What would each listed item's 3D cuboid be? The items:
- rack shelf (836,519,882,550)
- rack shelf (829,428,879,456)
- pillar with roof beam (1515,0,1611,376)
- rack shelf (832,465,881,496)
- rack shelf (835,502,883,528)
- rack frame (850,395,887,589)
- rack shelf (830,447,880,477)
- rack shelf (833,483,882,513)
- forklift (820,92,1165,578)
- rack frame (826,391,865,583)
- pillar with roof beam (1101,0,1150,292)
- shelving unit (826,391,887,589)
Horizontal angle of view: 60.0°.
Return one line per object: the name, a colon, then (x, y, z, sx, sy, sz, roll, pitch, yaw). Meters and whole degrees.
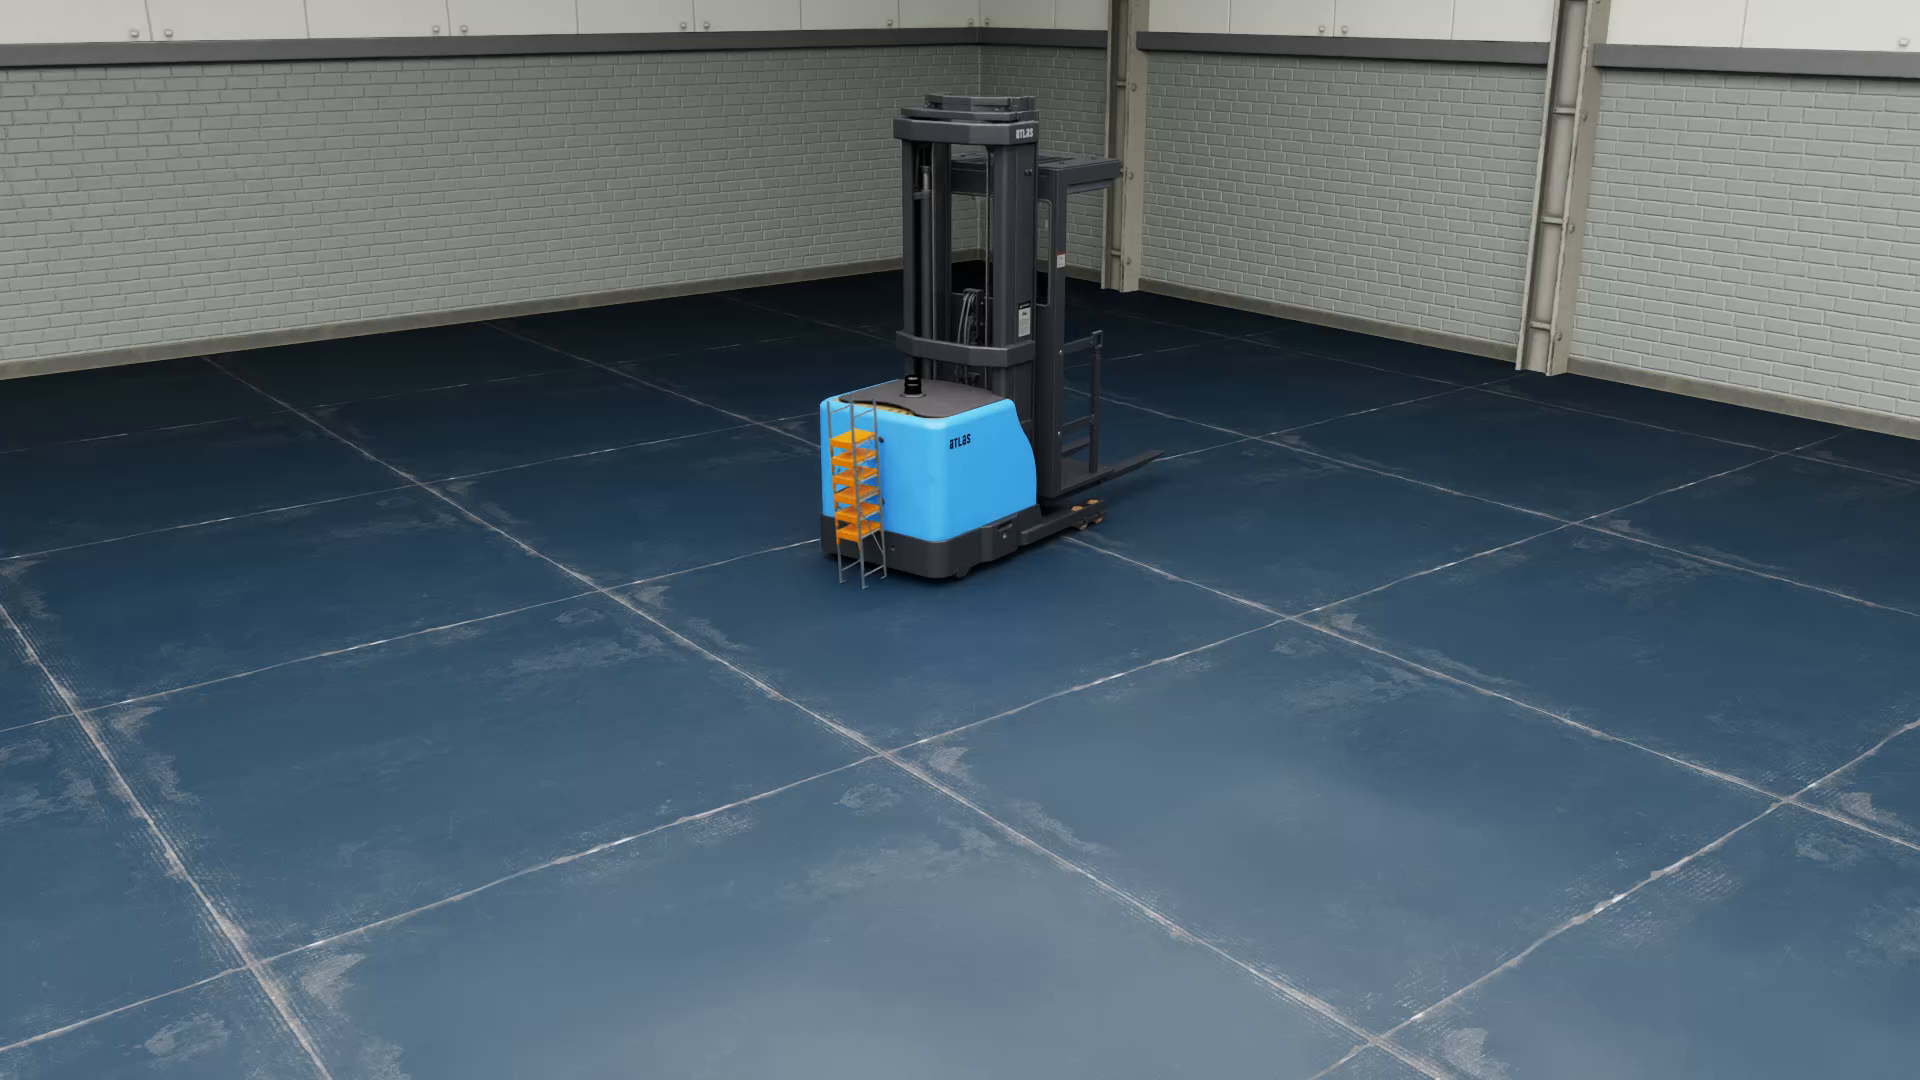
rack shelf: (-0.627, -0.040, 10.450, 0.180, 0.103, 0.258, 13, 26, 34)
rack shelf: (-0.652, -0.598, 10.231, 0.180, 0.103, 0.258, 13, 26, 34)
pillar with roof beam: (2.363, -5.104, 12.460, 9.100, 9.000, 0.400, -14, 23, -36)
rack shelf: (-0.642, -0.375, 10.318, 0.180, 0.103, 0.258, 13, 26, 34)
rack shelf: (-0.632, -0.151, 10.406, 0.180, 0.103, 0.258, 13, 26, 34)
rack frame: (-0.565, -0.287, 10.294, 0.006, 1.200, 0.240, 13, 26, 34)
rack shelf: (-0.647, -0.486, 10.274, 0.180, 0.103, 0.258, 13, 26, 34)
rack shelf: (-0.637, -0.263, 10.362, 0.180, 0.103, 0.258, 13, 26, 34)
forklift: (0.380, -1.546, 11.370, 1.130, 2.935, 3.031, 14, 23, 35)
rack frame: (-0.712, -0.321, 10.397, 0.006, 1.200, 0.240, 13, 26, 34)
pillar with roof beam: (-1.362, -6.582, 16.925, 9.100, 9.000, 0.400, -14, 23, -36)
shelving unit: (-0.639, -0.304, 10.346, 0.189, 1.200, 0.258, 13, 26, 34)
